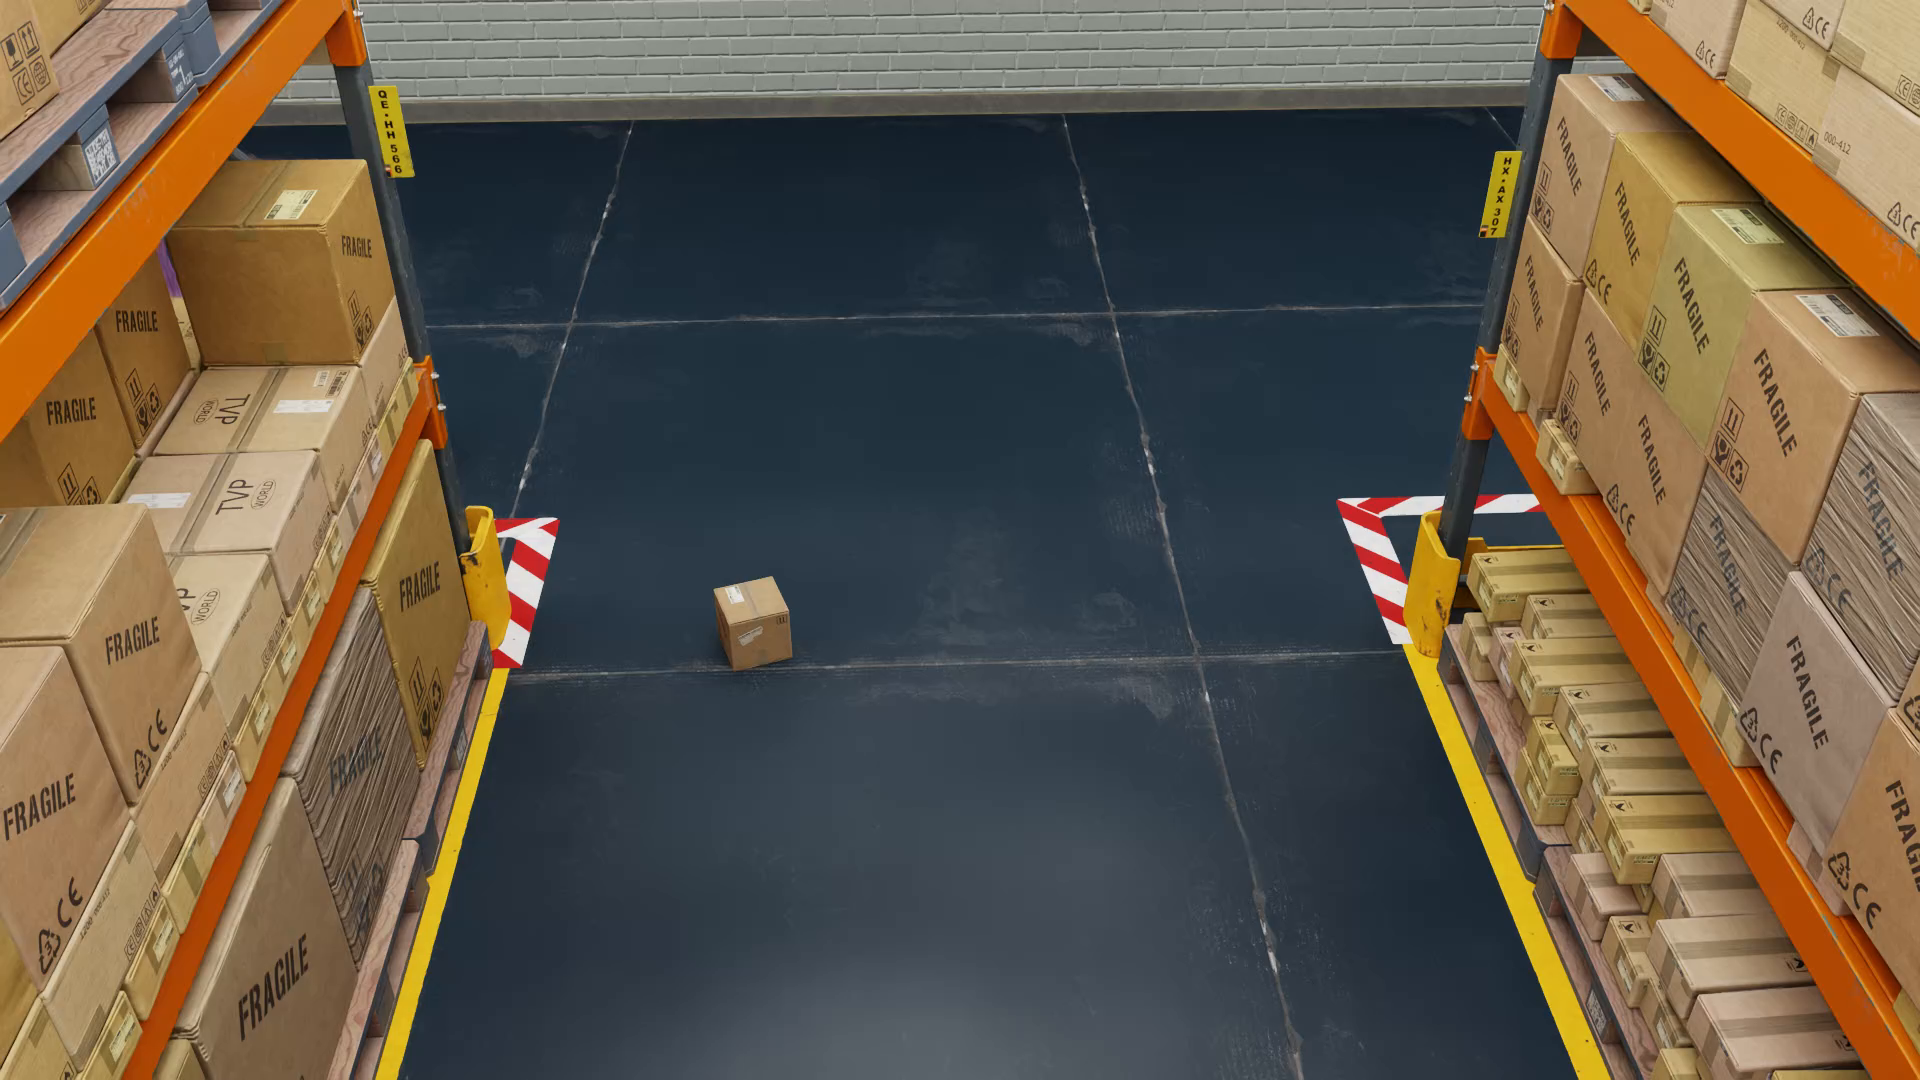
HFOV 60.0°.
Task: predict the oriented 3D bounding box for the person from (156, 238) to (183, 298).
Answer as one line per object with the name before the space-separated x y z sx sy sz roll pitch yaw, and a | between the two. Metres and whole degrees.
person | -3.700 -1.015 7.548 0.929 1.532 0.410 -2 36 -3
